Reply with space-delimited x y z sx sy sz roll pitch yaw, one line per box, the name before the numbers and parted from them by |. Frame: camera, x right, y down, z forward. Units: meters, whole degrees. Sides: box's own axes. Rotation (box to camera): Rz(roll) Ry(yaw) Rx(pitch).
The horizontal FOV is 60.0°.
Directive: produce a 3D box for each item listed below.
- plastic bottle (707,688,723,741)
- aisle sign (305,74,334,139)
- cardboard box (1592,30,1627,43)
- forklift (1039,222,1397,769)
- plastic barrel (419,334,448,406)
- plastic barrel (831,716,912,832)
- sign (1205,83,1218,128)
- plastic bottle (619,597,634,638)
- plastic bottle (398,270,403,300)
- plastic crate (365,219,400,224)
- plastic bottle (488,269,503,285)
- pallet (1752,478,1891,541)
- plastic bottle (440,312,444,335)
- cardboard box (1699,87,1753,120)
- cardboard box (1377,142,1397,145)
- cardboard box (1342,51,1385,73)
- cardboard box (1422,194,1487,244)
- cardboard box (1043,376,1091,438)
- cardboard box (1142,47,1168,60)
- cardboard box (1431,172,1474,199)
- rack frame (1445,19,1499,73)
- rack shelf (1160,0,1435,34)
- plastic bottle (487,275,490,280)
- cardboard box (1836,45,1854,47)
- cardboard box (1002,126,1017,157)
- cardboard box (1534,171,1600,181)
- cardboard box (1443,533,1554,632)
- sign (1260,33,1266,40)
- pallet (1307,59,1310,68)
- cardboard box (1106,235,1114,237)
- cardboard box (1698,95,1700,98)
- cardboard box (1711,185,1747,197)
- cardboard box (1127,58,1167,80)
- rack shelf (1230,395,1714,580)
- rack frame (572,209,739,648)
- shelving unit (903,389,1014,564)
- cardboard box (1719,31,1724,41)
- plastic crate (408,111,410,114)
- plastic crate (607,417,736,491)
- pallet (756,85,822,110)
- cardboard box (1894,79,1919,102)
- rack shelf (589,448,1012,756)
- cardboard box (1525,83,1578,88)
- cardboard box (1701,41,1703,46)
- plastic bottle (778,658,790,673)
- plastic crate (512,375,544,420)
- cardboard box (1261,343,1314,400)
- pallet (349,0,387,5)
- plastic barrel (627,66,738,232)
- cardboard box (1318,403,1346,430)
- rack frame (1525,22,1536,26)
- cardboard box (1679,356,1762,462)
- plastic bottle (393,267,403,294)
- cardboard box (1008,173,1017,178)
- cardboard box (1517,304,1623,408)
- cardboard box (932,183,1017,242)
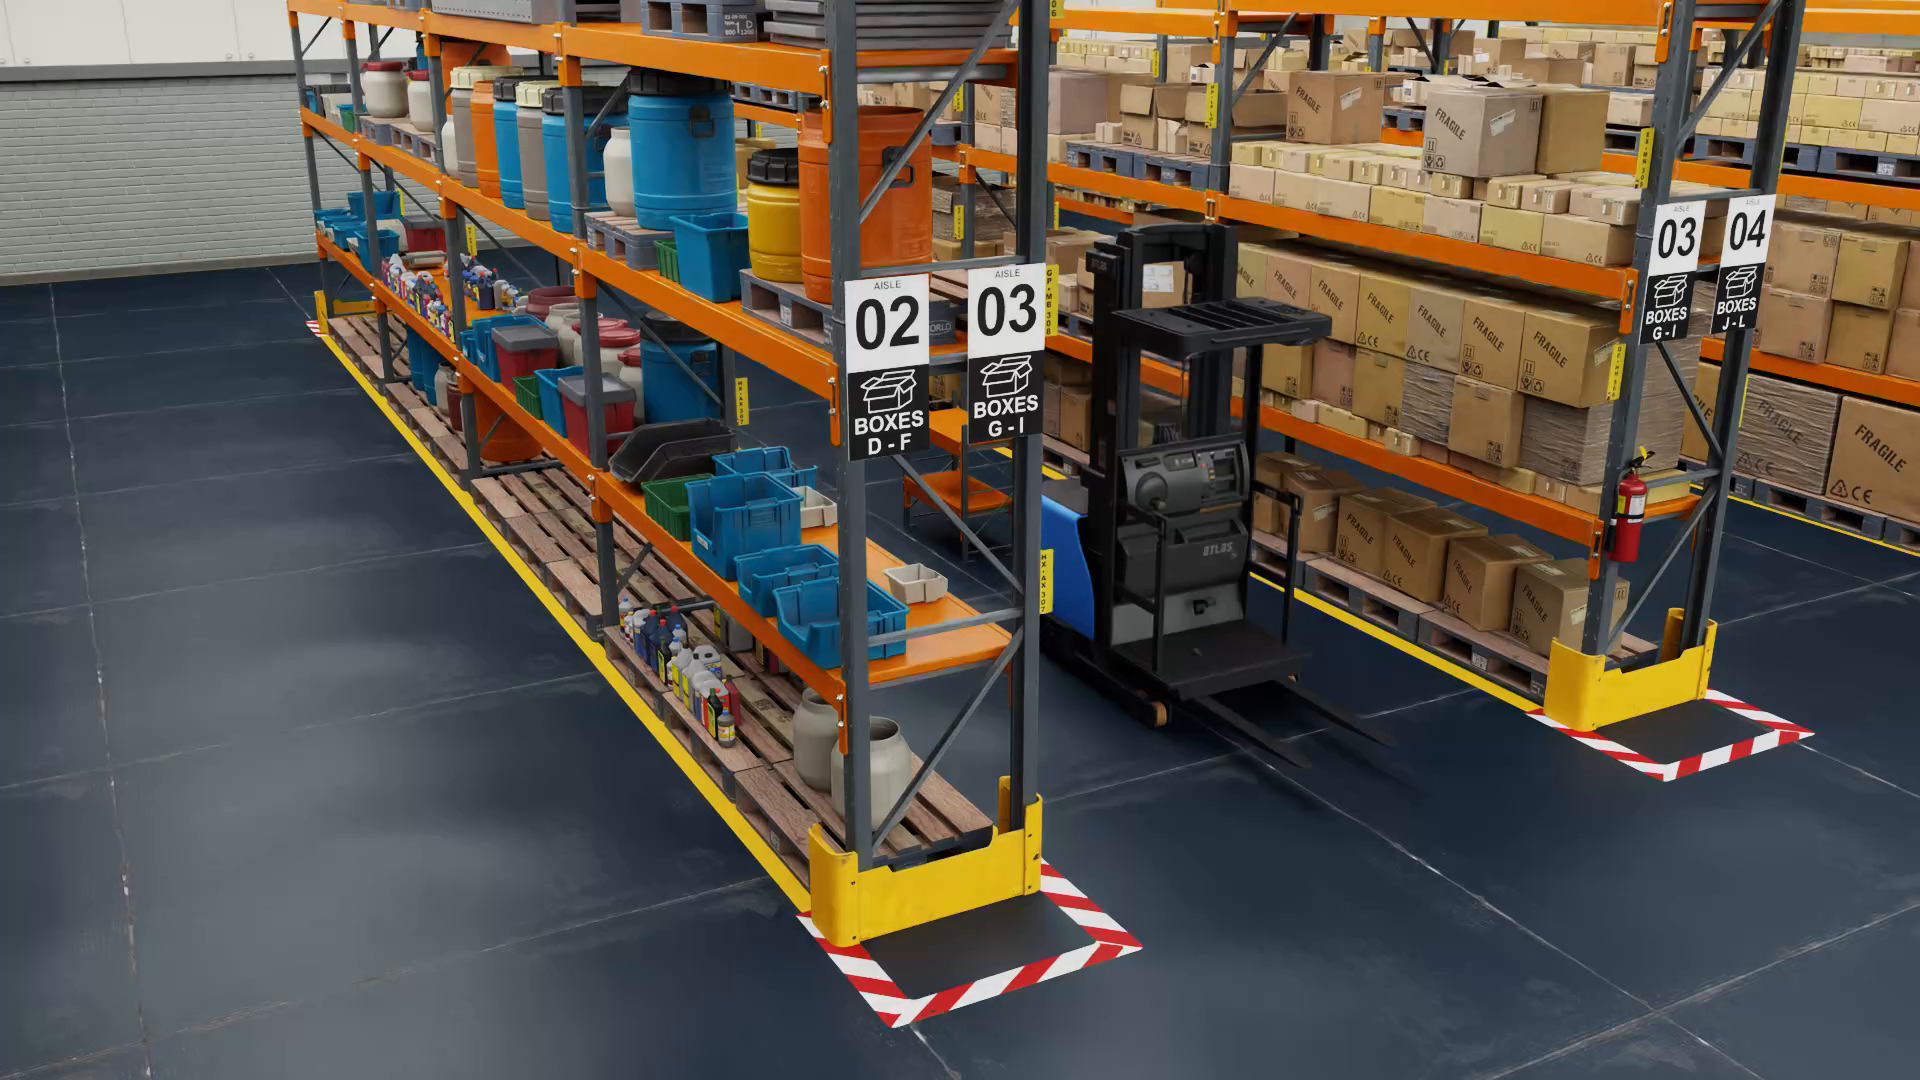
plastic bottle | -1.412 1.004 9.614 0.061 0.283 0.133 -9 21 -25
aisle sign | -7.976 -5.379 20.635 0.394 0.787 0.004 -10 21 -27
cardboard box | 10.732 -8.222 27.269 0.500 0.250 0.500 -10 21 -26
forklift | 1.521 -0.392 10.273 1.130 2.935 3.031 -10 21 -26
plastic barrel | -5.202 -1.872 17.030 0.600 0.901 0.708 -10 21 -27
plastic barrel | -0.463 1.218 8.673 0.421 0.512 0.421 0 19 0
sign | 1.890 -3.259 12.483 0.100 0.325 0.005 -10 21 -27
plastic bottle | -2.217 0.511 11.061 0.097 0.271 0.097 0 19 0
plastic bottle | -5.561 -2.546 16.589 0.061 0.283 0.133 -10 21 -27
plastic crate | -7.134 -3.873 20.569 0.396 0.136 0.243 -10 21 -27
plastic bottle | -4.534 -2.474 16.279 0.144 0.351 0.185 -10 21 -27
pallet | 7.665 -0.338 14.286 1.003 0.211 1.213 -10 21 -27
plastic bottle | -4.644 -1.965 15.032 0.097 0.201 0.097 0 19 0
cardboard box | 6.775 -3.787 14.385 0.500 0.250 0.500 -10 21 -26
cardboard box | 6.598 -6.089 24.992 0.500 0.500 0.500 -10 22 -27
cardboard box | 4.469 -5.288 18.433 0.396 0.266 0.258 -10 21 -27
cardboard box | 3.348 -2.087 10.712 0.500 0.250 0.500 -9 21 -25
cardboard box | 1.087 -1.326 16.033 0.700 0.500 0.500 -12 22 -31
cardboard box | 2.601 -6.353 21.697 0.380 0.149 0.250 -11 22 -29
cardboard box | 3.258 -2.291 10.692 0.380 0.149 0.250 -11 22 -29
rack frame | 7.299 -8.165 23.498 1.000 3.000 0.127 -10 21 -27
rack shelf | 3.940 -6.266 19.711 1.077 0.370 4.000 -10 21 -27
plastic bottle | -4.634 -2.472 16.393 0.097 0.271 0.097 0 19 0
cardboard box | 12.979 -7.130 24.259 0.380 0.149 0.250 -10 21 -27
cardboard box | 0.720 -3.671 15.304 0.500 0.250 0.500 -9 21 -25
cardboard box | 3.904 -2.302 10.725 0.380 0.149 0.250 -10 21 -27
cardboard box | 3.680 0.286 11.394 0.500 0.500 0.500 -4 20 -12
sign | 4.908 -8.262 26.916 0.100 0.325 0.005 -10 21 -27
pallet | 5.761 -7.642 26.717 1.003 0.211 1.213 -10 21 -27
cardboard box | 2.113 -4.413 24.636 0.380 0.149 0.250 -9 21 -25
cardboard box | 9.198 -5.363 20.363 0.380 0.149 0.250 -10 21 -27
cardboard box | 9.462 -4.254 20.107 0.500 0.500 0.500 -9 21 -24
cardboard box | 2.548 -6.210 21.894 0.500 0.250 0.500 -11 22 -29
rack shelf | 3.326 -0.583 11.827 1.077 0.370 4.000 -10 21 -27
rack frame | -1.982 -0.730 11.150 1.000 3.000 0.127 -10 21 -27
shelving unit | -0.003 -0.534 13.454 0.538 1.125 1.048 -10 21 -27
cardboard box | 11.871 -7.903 25.835 0.396 0.266 0.258 -10 22 -27
plastic crate | -6.130 -4.782 18.494 0.497 0.269 0.590 -10 21 -27
plastic crate | -1.846 -0.531 10.667 0.767 0.338 0.504 -10 21 -27
pallet | -1.802 -5.407 20.239 1.003 0.211 1.213 -10 21 -27
cardboard box | 7.506 -3.493 12.921 0.380 0.149 0.250 -10 21 -26
rack shelf | -1.033 0.184 9.603 1.077 0.370 4.000 -10 21 -27
cardboard box | 5.764 -4.328 16.315 0.500 0.311 0.500 -11 22 -29
cardboard box | 11.421 -7.631 25.681 0.380 0.149 0.250 -9 21 -25
plastic bottle | -1.105 0.684 10.551 0.152 0.276 0.135 -10 21 -26
plastic crate | -3.058 -1.087 12.507 0.450 0.188 0.662 -10 21 -27
cardboard box | 2.742 -1.398 12.474 0.875 0.500 0.500 -10 21 -27
pallet | -5.361 -5.352 16.248 1.003 0.211 1.213 -10 21 -27
plastic barrel | -1.604 -2.282 9.634 0.600 0.901 0.708 -10 21 -27
cardboard box | 2.829 -0.916 12.071 0.380 0.149 0.250 -10 21 -27
rack frame | 9.766 -10.083 29.057 1.000 3.000 0.127 -10 21 -27
cardboard box | 7.027 -1.240 15.239 0.875 0.875 0.875 -10 21 -26
plastic bottle | -5.692 -2.632 16.857 0.097 0.271 0.097 0 19 0
cardboard box | 1.061 -5.698 24.936 0.500 0.500 0.500 -9 21 -24
cardboard box | 3.797 -1.130 10.164 0.500 0.500 0.500 -10 21 -27
cardboard box | 0.144 -3.380 17.136 0.797 0.503 0.637 -9 21 -25
